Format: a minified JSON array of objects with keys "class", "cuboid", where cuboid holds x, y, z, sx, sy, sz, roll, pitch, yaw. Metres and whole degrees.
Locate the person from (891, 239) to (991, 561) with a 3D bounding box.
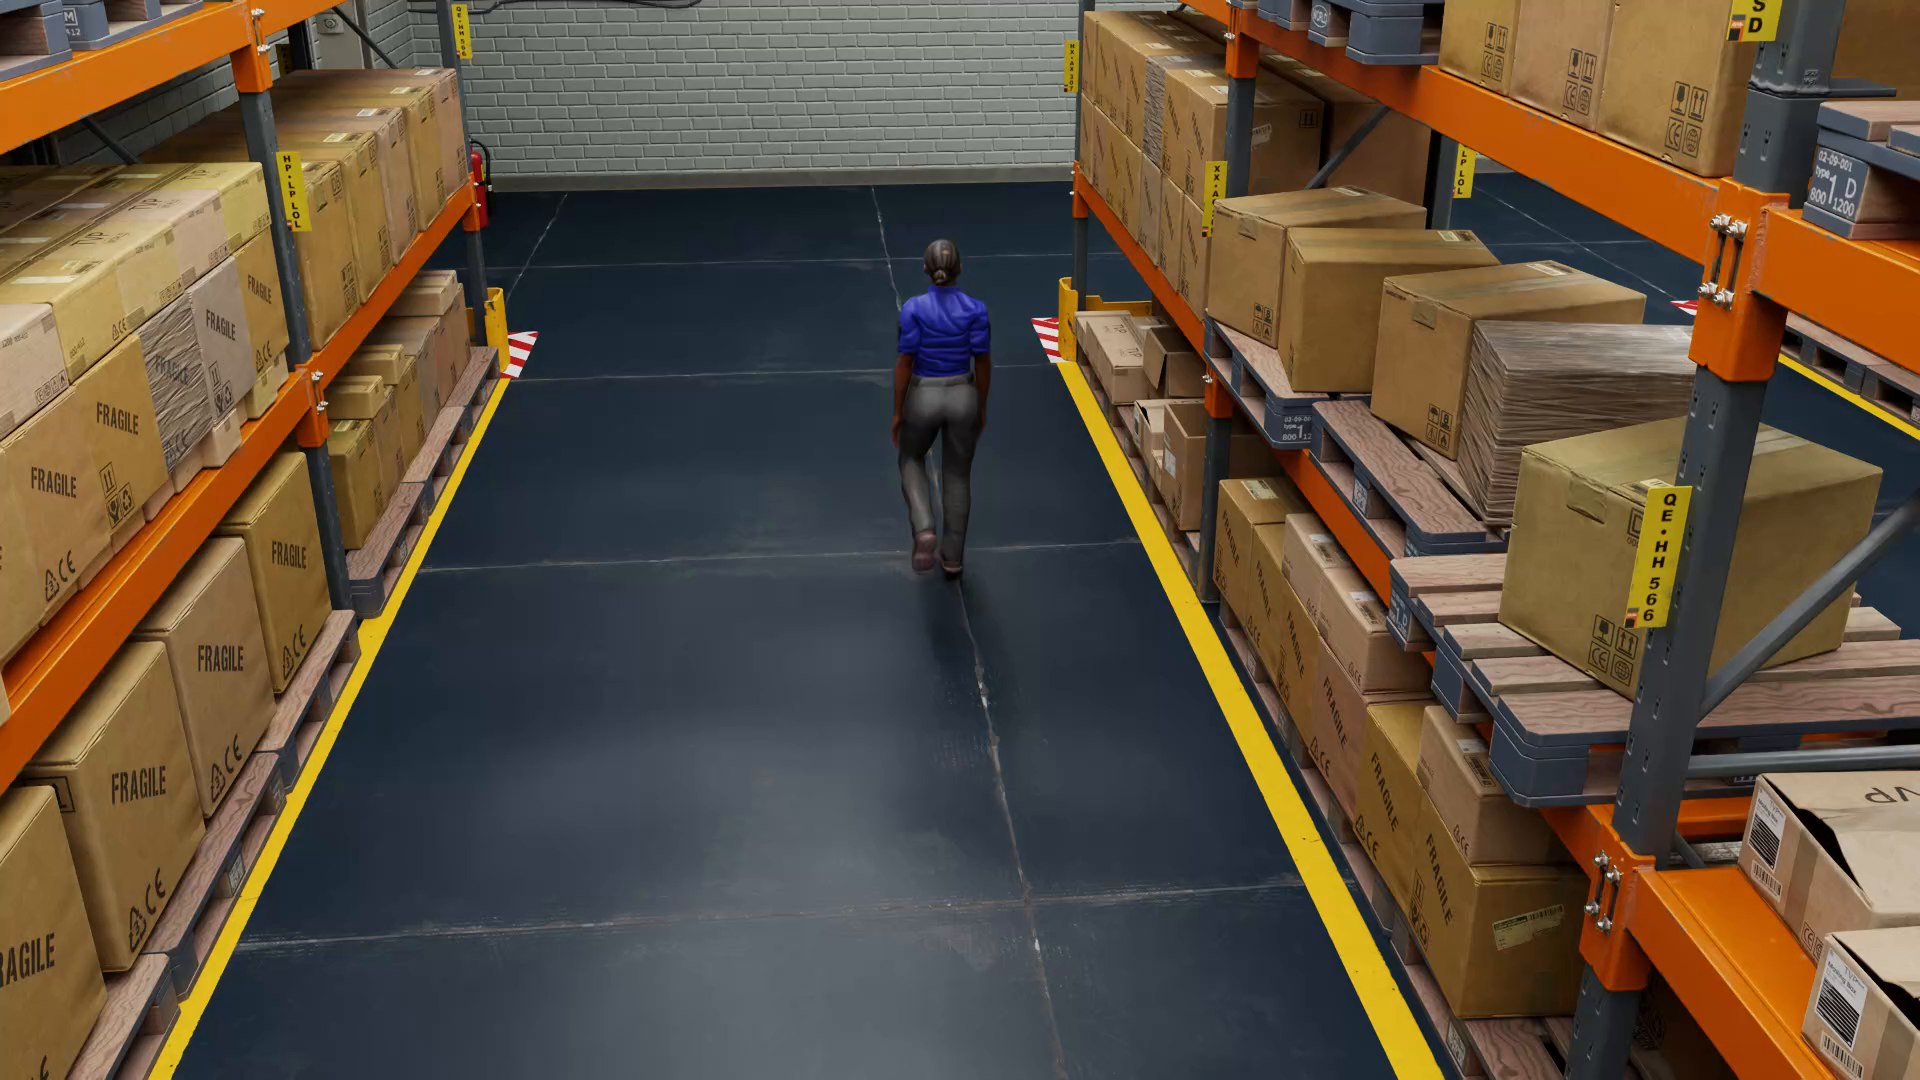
[{"class":"person","cuboid":[-0.097,-0.673,7.972,0.486,1.579,0.409,-2,24,-5]}]
